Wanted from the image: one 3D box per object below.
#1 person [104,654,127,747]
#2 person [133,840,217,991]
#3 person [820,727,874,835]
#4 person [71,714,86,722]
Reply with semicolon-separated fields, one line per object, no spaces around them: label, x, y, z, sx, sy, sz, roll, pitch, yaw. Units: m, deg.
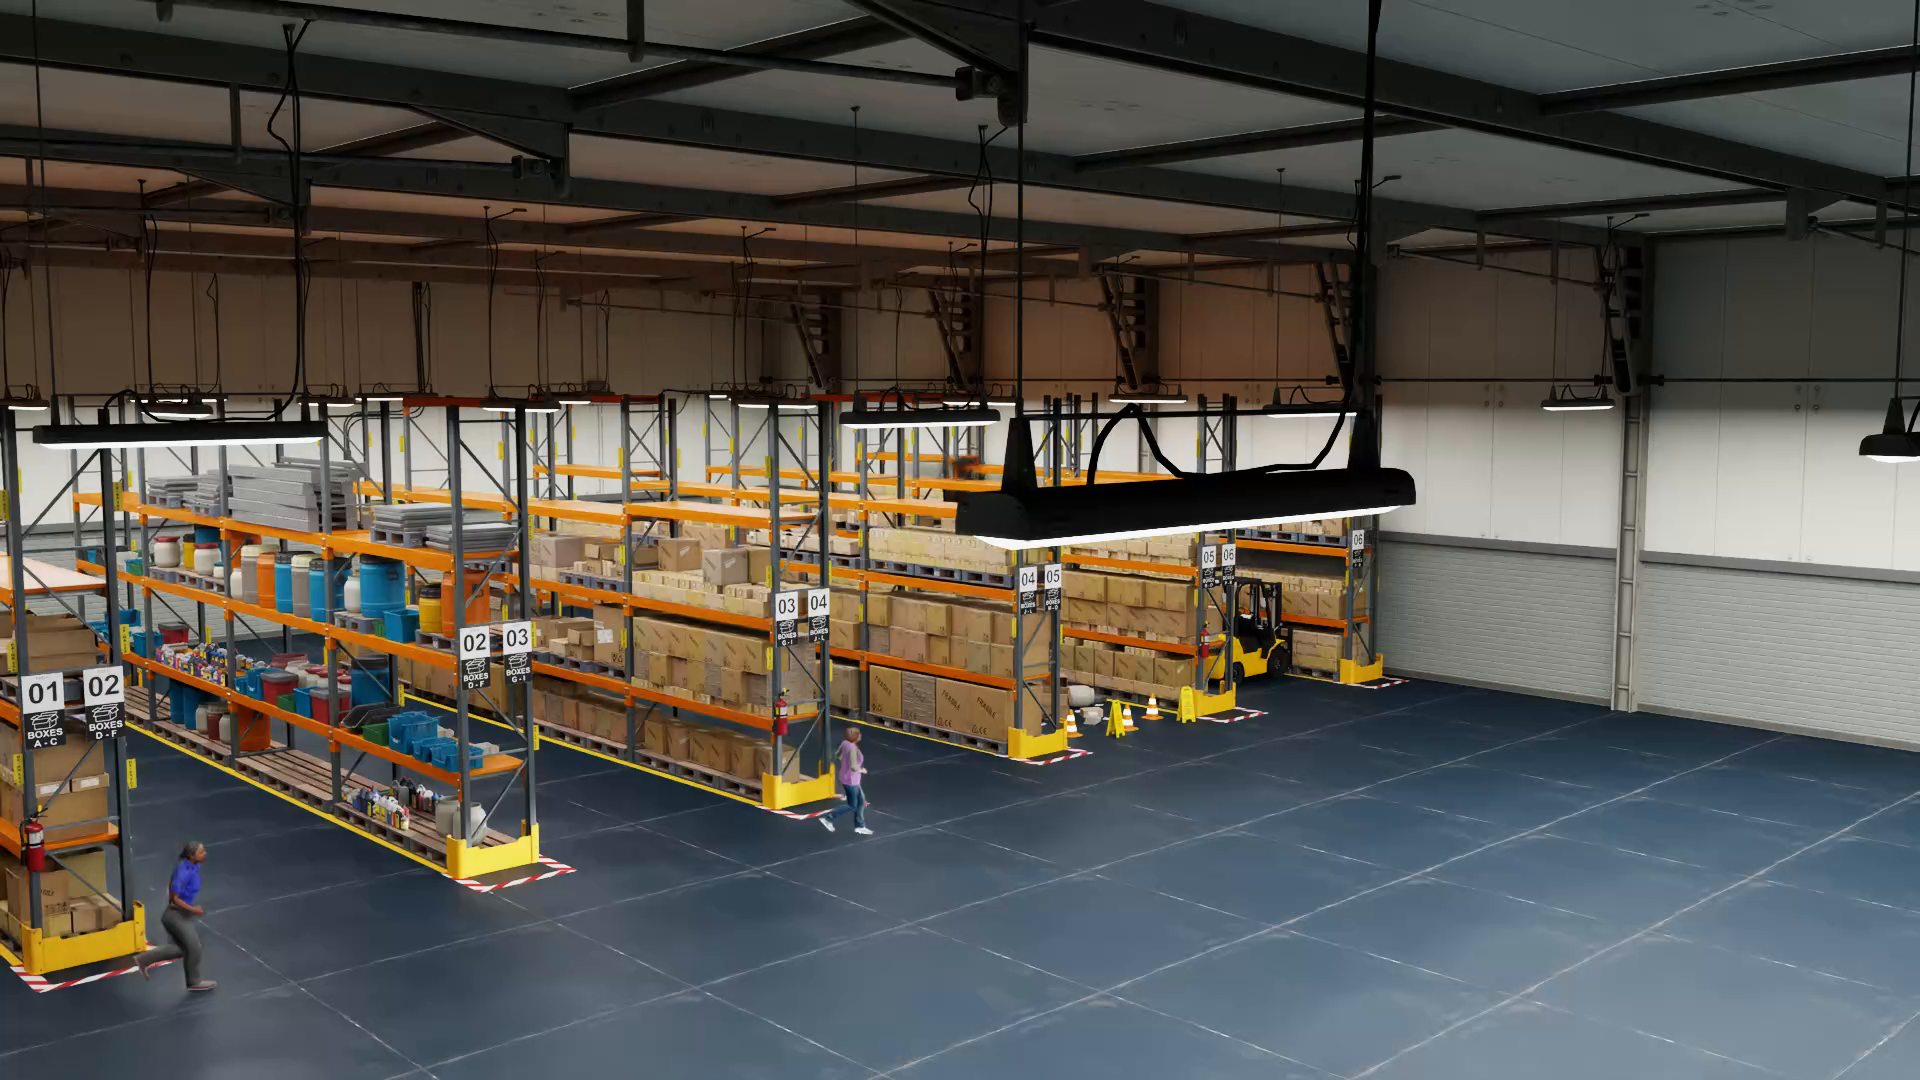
person;-14.707;2.765;28.823;0.833;1.594;0.547;5;8;44
person;-8.094;3.891;17.072;0.754;1.609;0.565;-1;6;-14
person;-1.540;3.353;22.965;0.762;1.582;0.579;-2;6;-18
person;-13.337;3.085;25.156;0.842;1.703;0.551;4;7;39
